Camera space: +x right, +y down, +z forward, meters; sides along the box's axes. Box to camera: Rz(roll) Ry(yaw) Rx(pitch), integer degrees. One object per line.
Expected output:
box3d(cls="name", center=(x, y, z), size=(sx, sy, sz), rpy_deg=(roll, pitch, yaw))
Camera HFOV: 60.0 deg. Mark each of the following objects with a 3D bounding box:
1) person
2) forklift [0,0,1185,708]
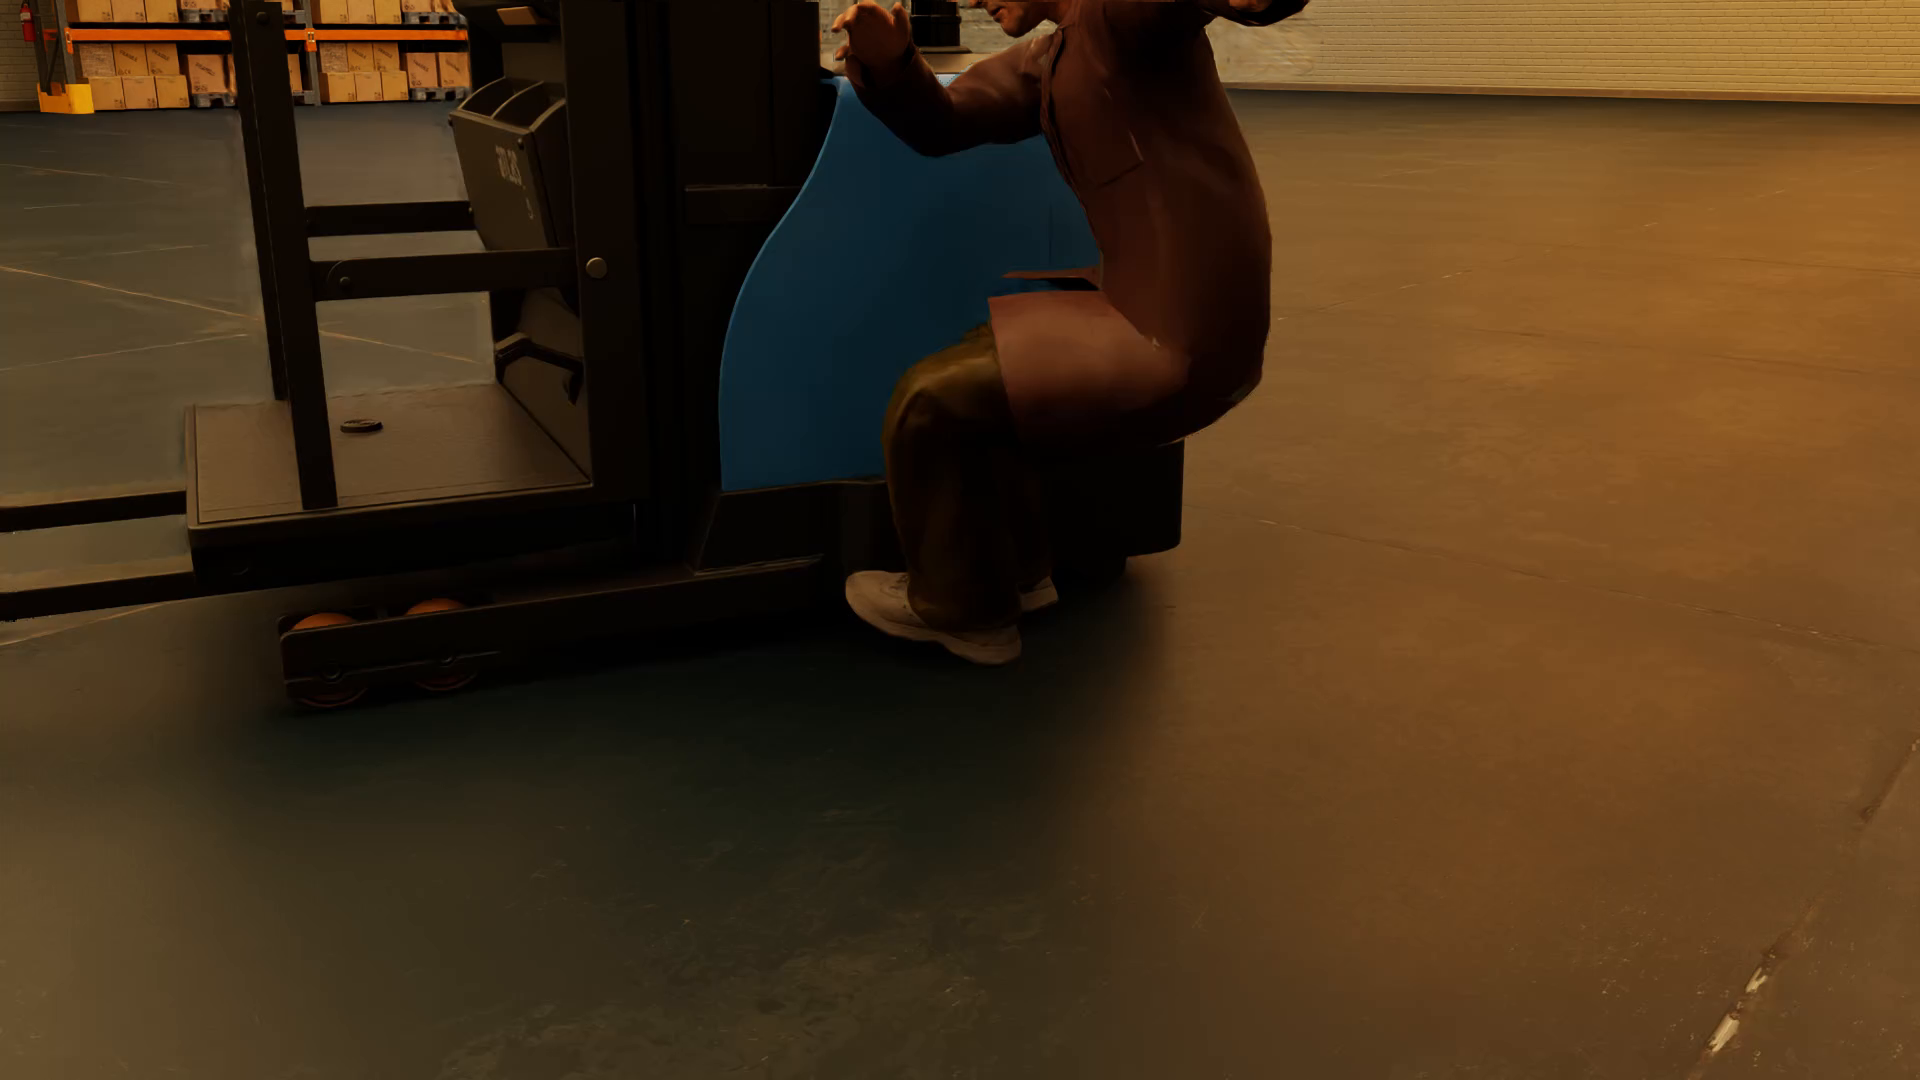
box3d(cls="person", center=(0.136, -0.344, 2.700), size=(0.748, 1.437, 1.463), rpy_deg=(1, 17, 3))
box3d(cls="forklift", center=(-1.073, -1.278, 3.106), size=(3.031, 2.935, 1.130), rpy_deg=(-7, 18, -23))
